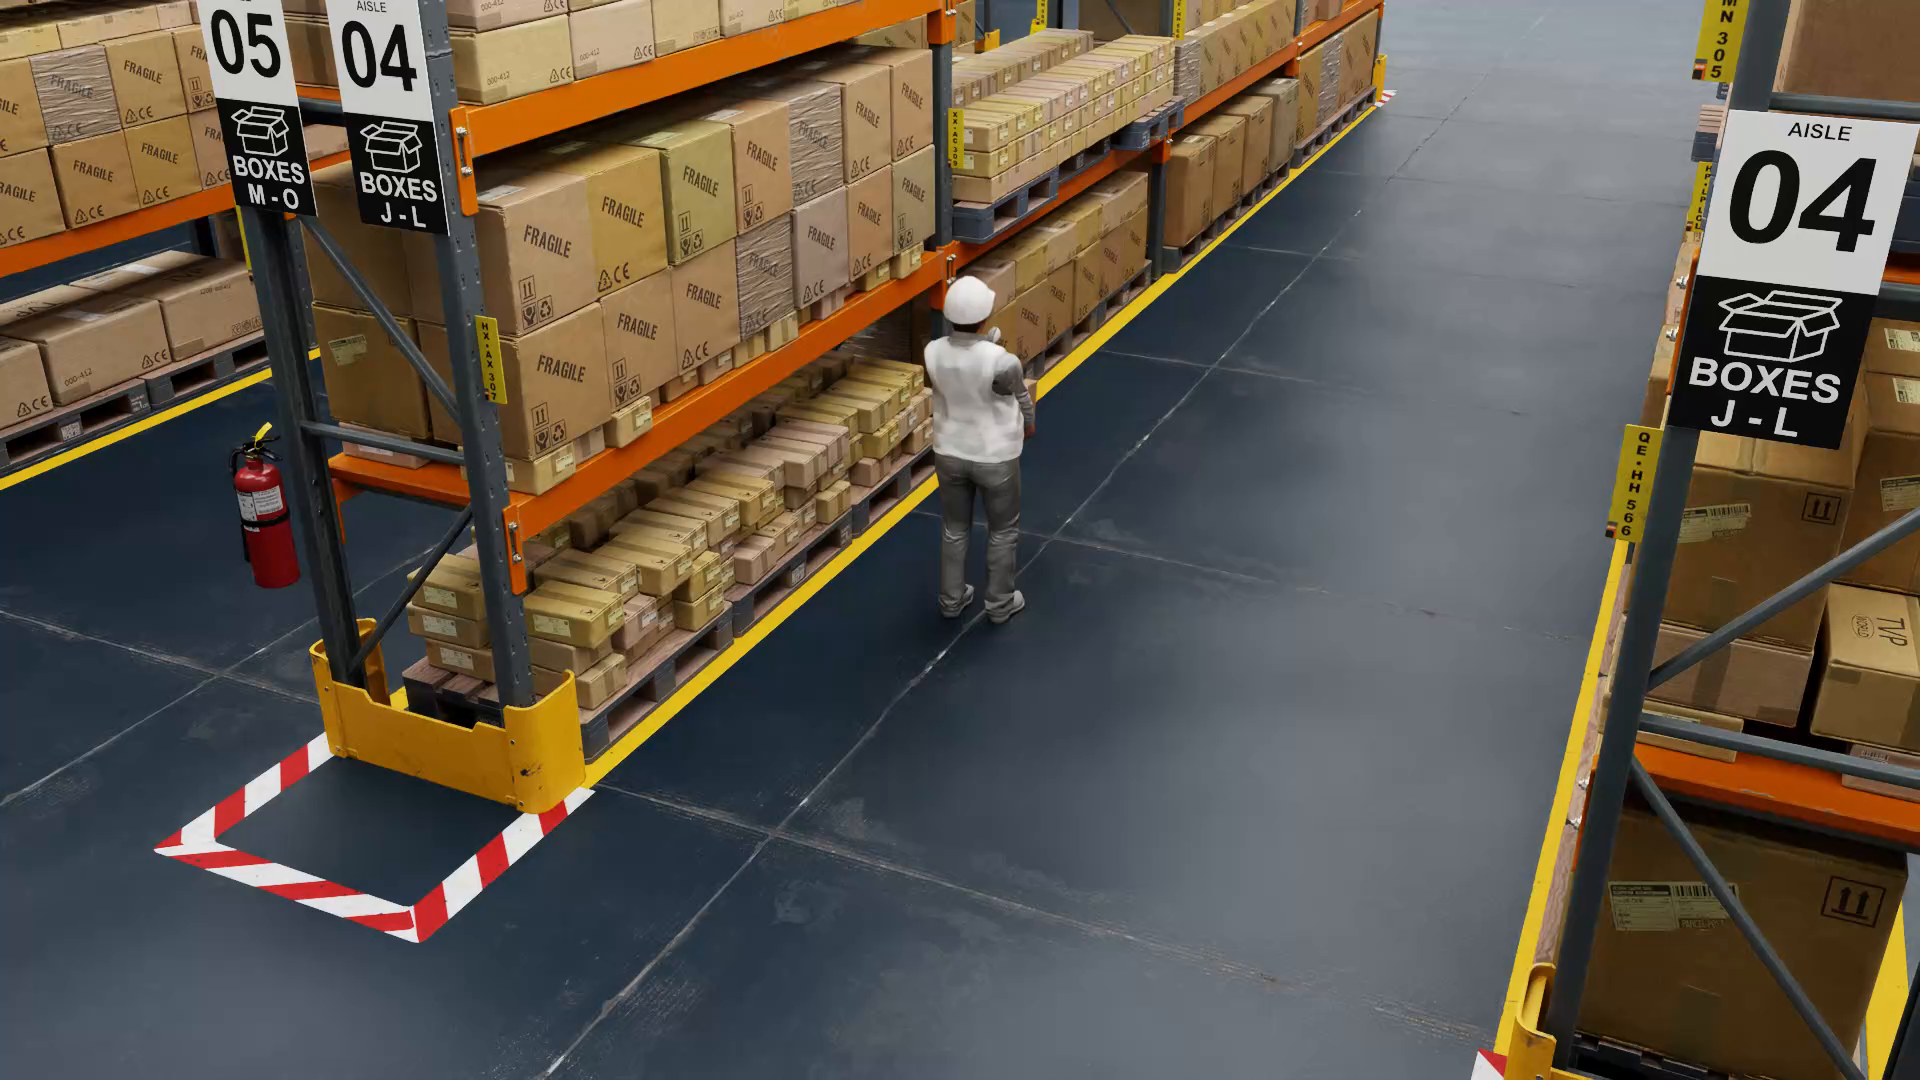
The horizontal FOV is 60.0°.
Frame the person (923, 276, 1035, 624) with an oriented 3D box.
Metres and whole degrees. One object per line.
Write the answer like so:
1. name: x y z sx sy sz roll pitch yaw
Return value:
1. person: 0.108 -0.456 8.029 0.494 1.762 0.551 12 28 23
